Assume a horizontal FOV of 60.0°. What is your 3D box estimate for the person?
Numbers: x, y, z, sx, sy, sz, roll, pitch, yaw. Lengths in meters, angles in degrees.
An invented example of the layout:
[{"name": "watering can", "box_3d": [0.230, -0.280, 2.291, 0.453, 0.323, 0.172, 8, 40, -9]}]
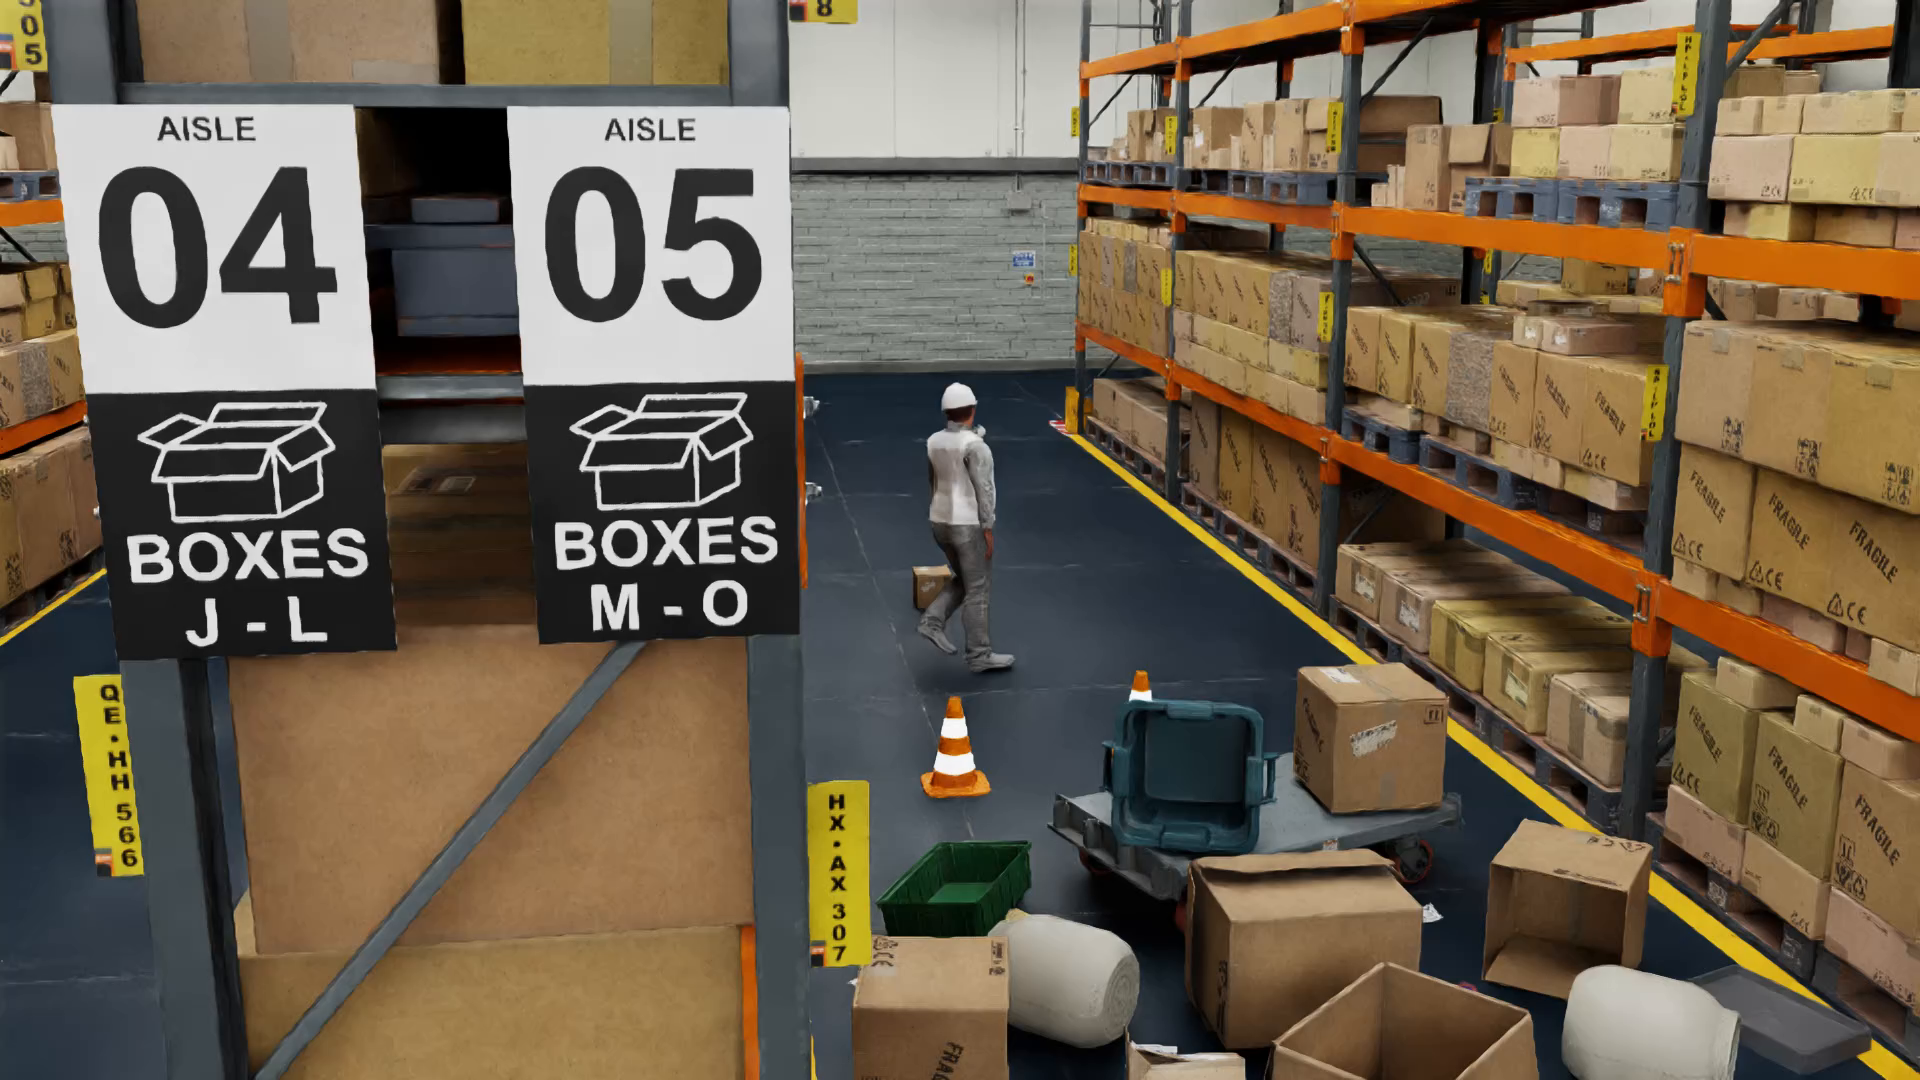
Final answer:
[{"name": "person", "box_3d": [-0.006, -0.085, 10.266, 0.495, 1.760, 0.603, -10, 16, -36]}]
